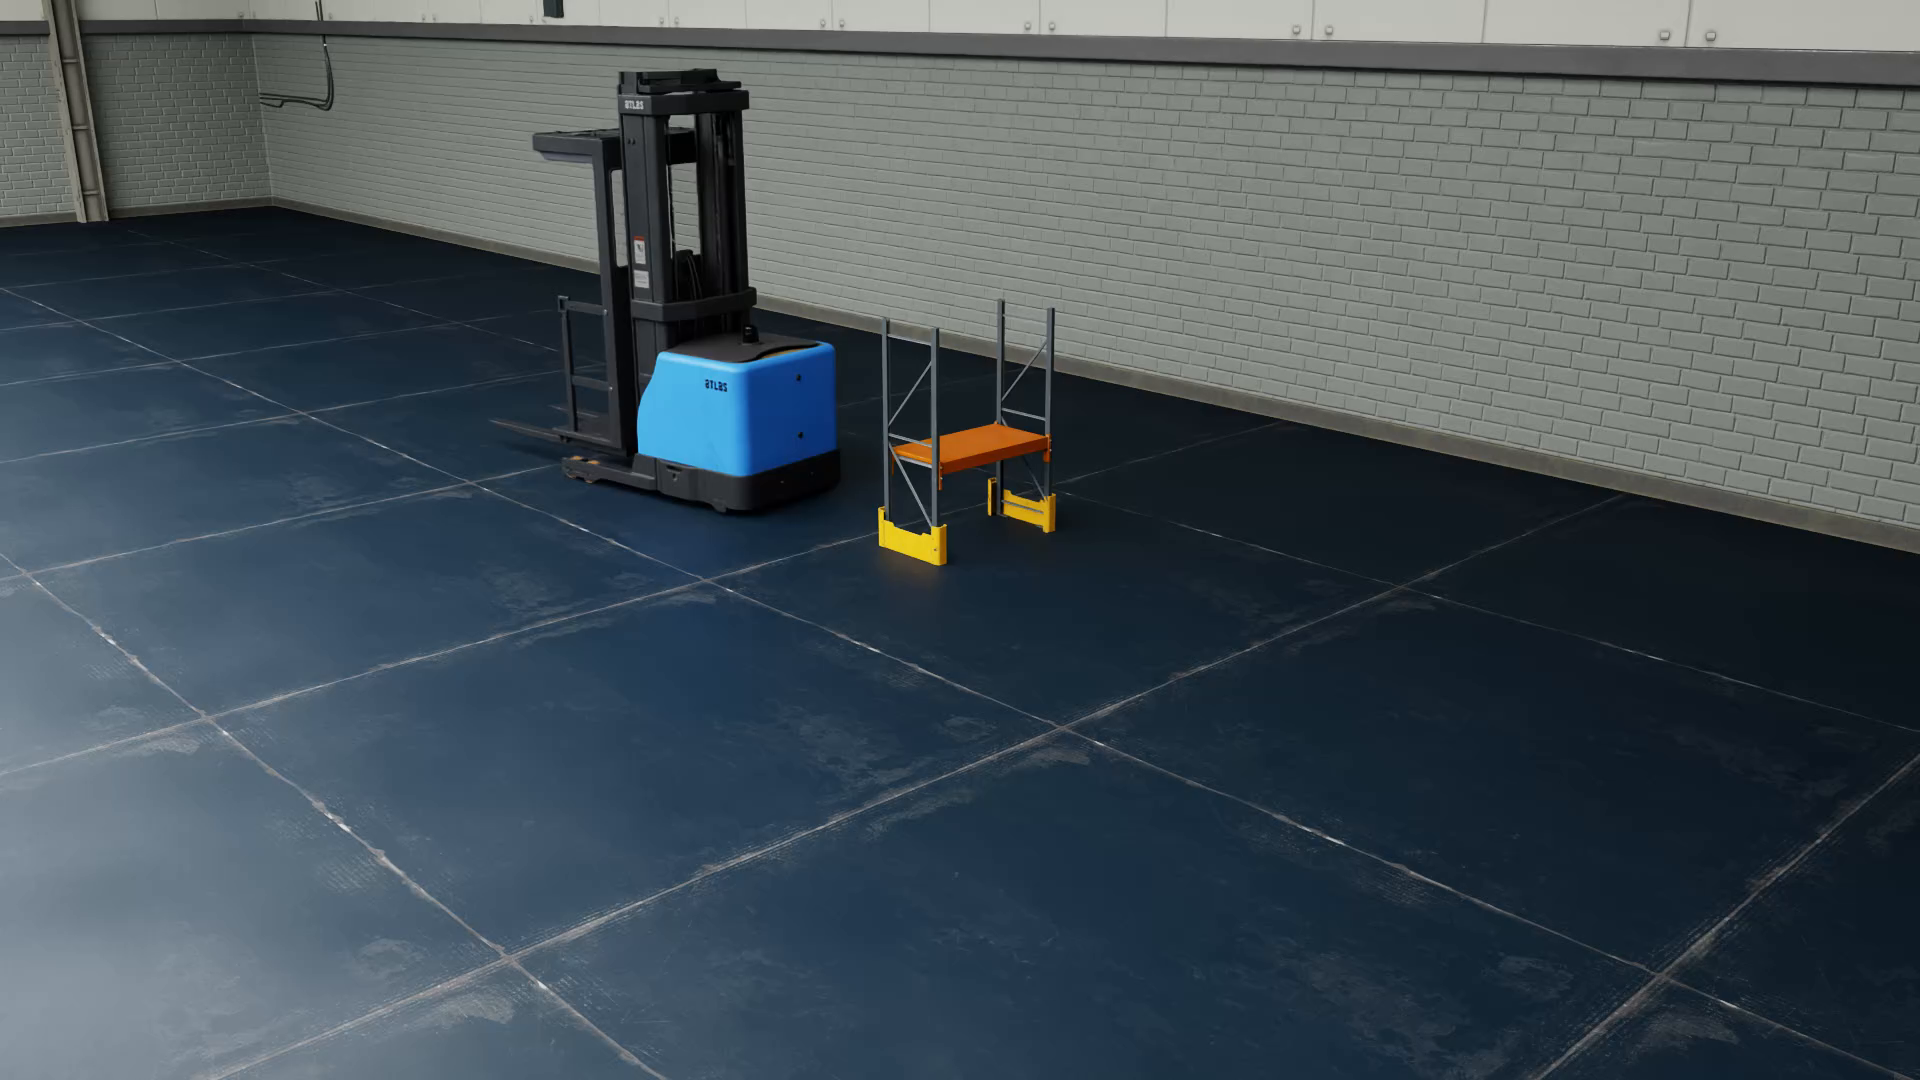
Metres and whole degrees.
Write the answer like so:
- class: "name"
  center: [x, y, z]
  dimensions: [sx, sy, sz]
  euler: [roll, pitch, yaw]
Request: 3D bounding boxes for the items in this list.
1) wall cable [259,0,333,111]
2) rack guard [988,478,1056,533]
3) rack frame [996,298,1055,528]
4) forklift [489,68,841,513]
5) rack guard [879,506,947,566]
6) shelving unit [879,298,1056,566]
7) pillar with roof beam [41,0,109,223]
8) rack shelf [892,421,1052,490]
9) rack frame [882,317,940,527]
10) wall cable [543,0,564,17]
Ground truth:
- class: "wall cable"
  center: [-10.982, -8.297, 27.018]
  dimensions: [0.112, 2.526, 3.097]
  euler: [-16, 24, -41]
- class: "rack guard"
  center: [0.417, -0.241, 11.321]
  dimensions: [0.087, 0.250, 0.587]
  euler: [-16, 24, -41]
- class: "rack frame"
  center: [0.431, -0.839, 11.141]
  dimensions: [0.032, 1.500, 0.500]
  euler: [-16, 24, -41]
- class: "forklift"
  center: [-2.344, -1.928, 12.180]
  dimensions: [3.031, 2.935, 1.130]
  euler: [13, 22, 36]
- class: "rack guard"
  center: [-0.306, -0.030, 10.670]
  dimensions: [0.087, 0.250, 0.587]
  euler: [-16, 24, -41]
- class: "shelving unit"
  center: [0.055, -0.730, 10.803]
  dimensions: [1.083, 1.500, 0.587]
  euler: [-16, 24, -41]
- class: "pillar with roof beam"
  center: [-11.074, -8.481, 22.552]
  dimensions: [0.400, 9.000, 9.100]
  euler: [-16, 24, -41]
- class: "rack shelf"
  center: [0.062, -0.560, 10.865]
  dimensions: [1.000, 0.185, 0.538]
  euler: [-16, 24, -41]
- class: "rack frame"
  center: [-0.307, -0.624, 10.477]
  dimensions: [0.032, 1.500, 0.500]
  euler: [-16, 24, -41]
- class: "wall cable"
  center: [-4.471, -9.261, 19.443]
  dimensions: [0.169, 6.003, 2.305]
  euler: [-16, 24, -41]
